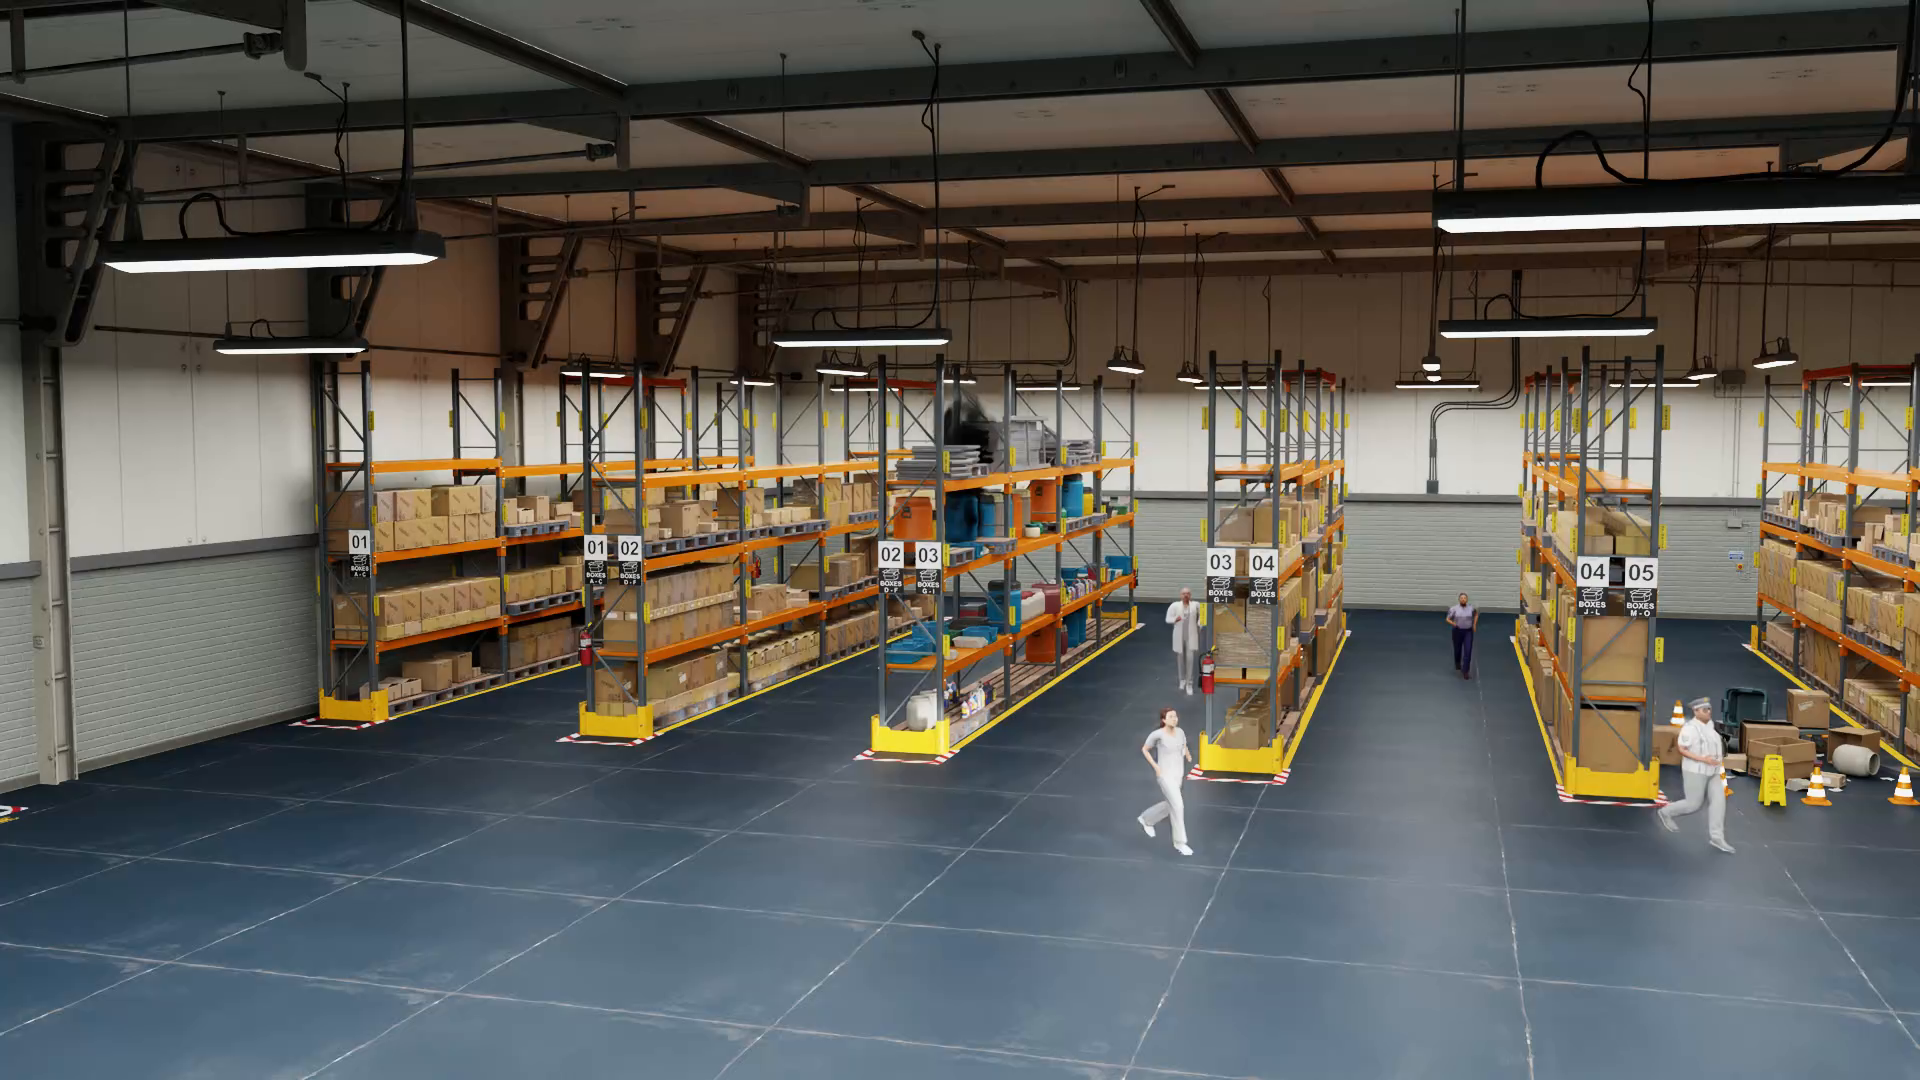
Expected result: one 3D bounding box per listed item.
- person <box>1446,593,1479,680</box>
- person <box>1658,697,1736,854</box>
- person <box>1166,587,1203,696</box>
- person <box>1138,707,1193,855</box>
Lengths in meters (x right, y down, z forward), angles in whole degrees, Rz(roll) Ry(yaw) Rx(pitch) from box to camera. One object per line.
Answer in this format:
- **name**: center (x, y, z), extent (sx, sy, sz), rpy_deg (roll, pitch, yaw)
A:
- **person**: center (9.836, 1.859, 32.557), extent (0.612, 1.640, 0.929), rpy_deg (1, 4, 14)
- **person**: center (8.723, 2.729, 19.612), extent (0.675, 1.784, 0.956), rpy_deg (-2, 5, -29)
- **person**: center (3.941, 1.744, 29.090), extent (0.690, 1.834, 0.866), rpy_deg (1, 4, 9)
- **person**: center (2.439, 2.778, 19.493), extent (0.558, 1.680, 0.889), rpy_deg (-3, 5, -36)
